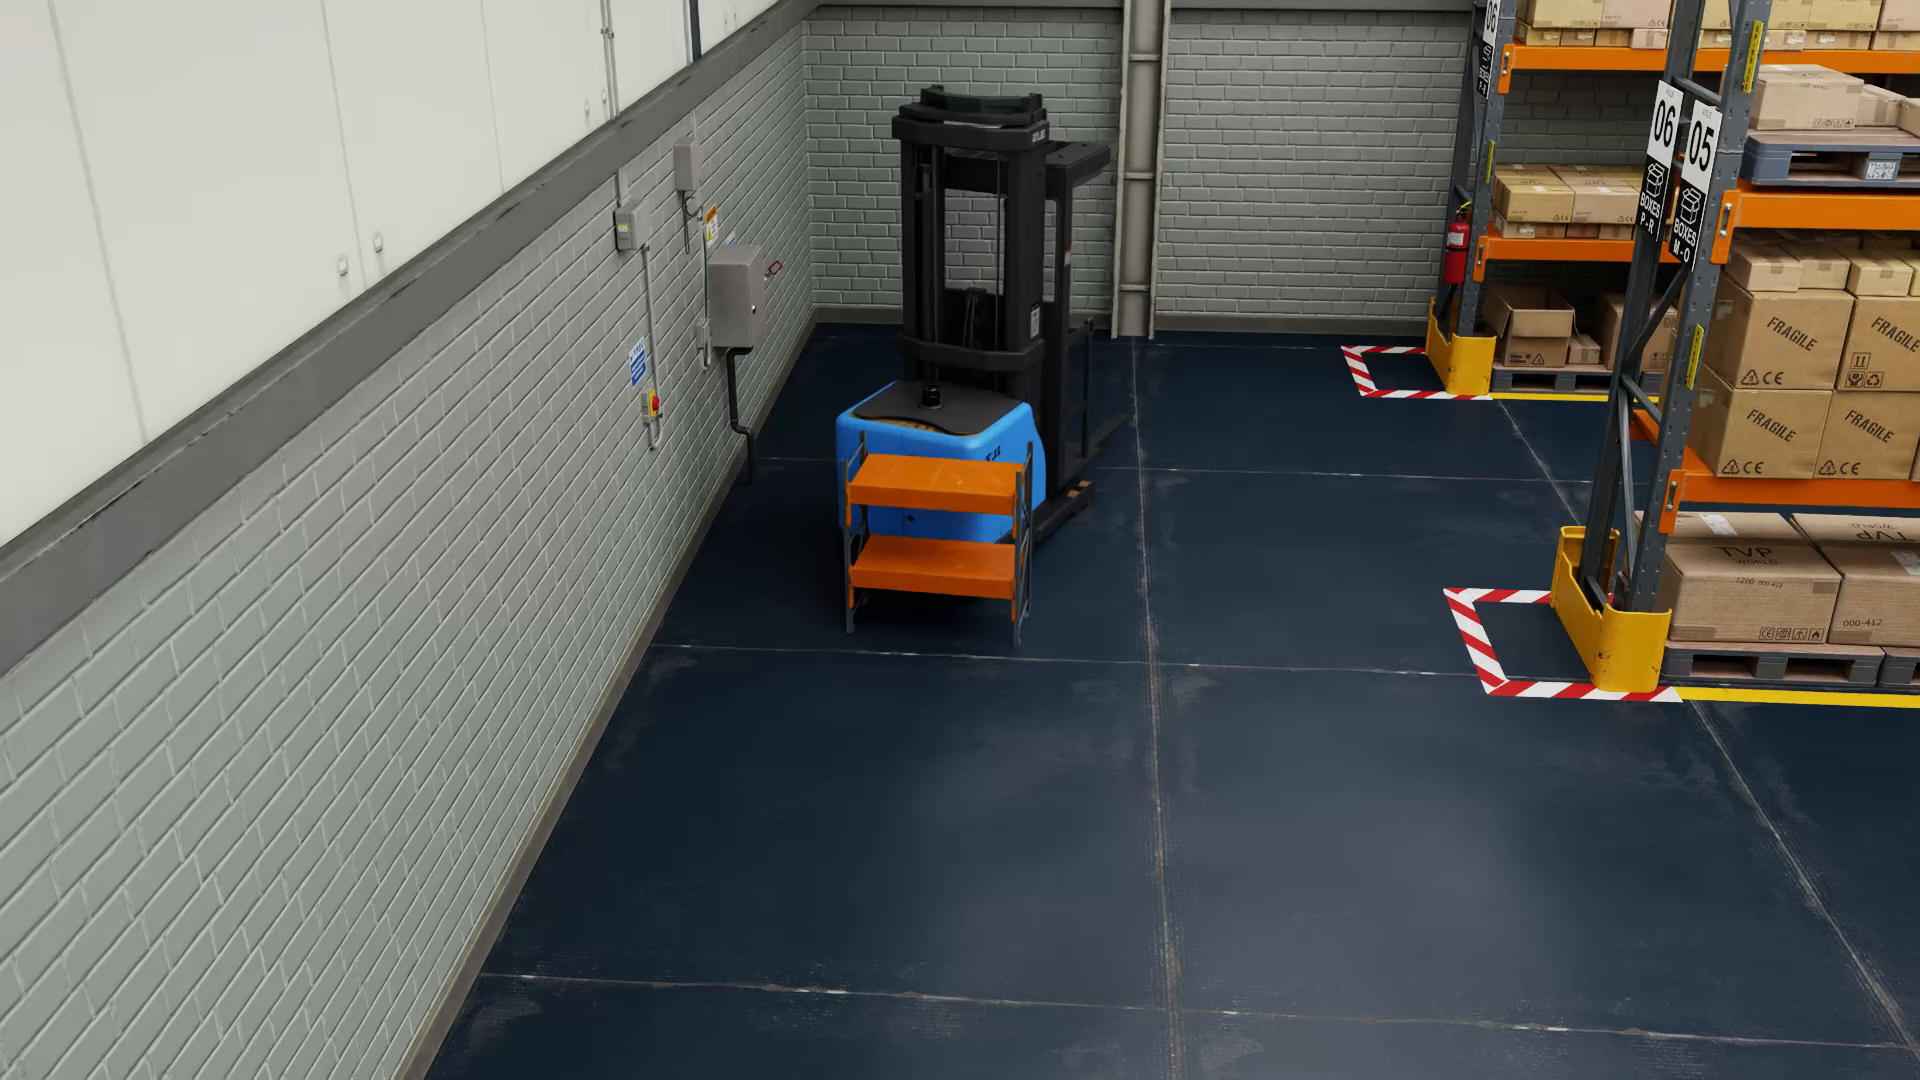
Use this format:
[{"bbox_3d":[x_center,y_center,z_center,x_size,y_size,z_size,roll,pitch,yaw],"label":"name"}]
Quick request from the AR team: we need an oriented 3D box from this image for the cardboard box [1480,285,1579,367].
[{"bbox_3d":[4.816,-1.812,14.083,0.637,0.503,0.797,1,25,2],"label":"cardboard box"}]

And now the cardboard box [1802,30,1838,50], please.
[{"bbox_3d":[6.549,-3.881,12.807,0.250,0.149,0.380,2,25,5],"label":"cardboard box"}]

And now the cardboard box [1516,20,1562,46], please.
[{"bbox_3d":[4.514,-3.956,12.970,0.250,0.149,0.380,2,25,5],"label":"cardboard box"}]

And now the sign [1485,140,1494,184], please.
[{"bbox_3d":[4.172,-2.981,13.105,0.005,0.325,0.100,2,25,4],"label":"sign"}]

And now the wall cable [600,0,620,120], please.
[{"bbox_3d":[-1.856,-3.535,8.168,0.029,3.000,0.463,2,25,4],"label":"wall cable"}]

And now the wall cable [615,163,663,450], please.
[{"bbox_3d":[-1.786,-1.392,9.434,0.123,1.953,0.585,2,25,4],"label":"wall cable"}]

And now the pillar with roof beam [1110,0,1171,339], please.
[{"bbox_3d":[1.265,-4.207,9.628,0.400,9.000,9.100,2,25,4],"label":"pillar with roof beam"}]

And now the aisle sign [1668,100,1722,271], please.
[{"bbox_3d":[3.744,-1.808,8.480,0.004,0.787,0.394,2,25,4],"label":"aisle sign"}]

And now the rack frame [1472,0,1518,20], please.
[{"bbox_3d":[4.214,-5.540,12.524,0.127,3.000,1.000,2,25,4],"label":"rack frame"}]

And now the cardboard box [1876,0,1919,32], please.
[{"bbox_3d":[7.183,-4.039,12.675,0.500,0.250,0.500,1,25,2],"label":"cardboard box"}]

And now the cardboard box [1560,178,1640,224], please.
[{"bbox_3d":[5.148,-2.738,13.436,0.500,0.250,0.500,2,25,5],"label":"cardboard box"}]

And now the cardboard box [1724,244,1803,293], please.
[{"bbox_3d":[4.170,-1.413,8.641,0.250,0.149,0.380,2,25,5],"label":"cardboard box"}]

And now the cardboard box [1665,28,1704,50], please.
[{"bbox_3d":[5.534,-3.887,12.821,0.250,0.149,0.380,2,25,4],"label":"cardboard box"}]

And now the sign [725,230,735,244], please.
[{"bbox_3d":[-1.649,-1.956,12.027,0.001,0.494,0.329,2,25,4],"label":"sign"}]

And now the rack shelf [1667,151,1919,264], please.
[{"bbox_3d":[5.832,-1.717,8.666,4.000,0.370,1.077,2,25,4],"label":"rack shelf"}]

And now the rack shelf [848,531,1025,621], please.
[{"bbox_3d":[-0.125,0.210,10.032,1.000,0.278,0.538,4,25,9],"label":"rack shelf"}]

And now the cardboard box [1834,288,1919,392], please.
[{"bbox_3d":[4.810,-1.097,8.731,0.500,0.500,0.500,1,25,3],"label":"cardboard box"}]

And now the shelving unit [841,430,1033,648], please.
[{"bbox_3d":[-0.125,-0.012,9.929,1.048,1.125,0.538,4,25,9],"label":"shelving unit"}]

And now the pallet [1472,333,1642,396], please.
[{"bbox_3d":[5.085,-1.520,14.301,1.213,0.211,1.003,2,25,4],"label":"pallet"}]

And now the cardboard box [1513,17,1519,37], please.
[{"bbox_3d":[4.551,-4.149,13.391,0.250,0.149,0.380,2,25,5],"label":"cardboard box"}]

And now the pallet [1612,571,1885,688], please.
[{"bbox_3d":[4.641,0.514,9.880,1.213,0.211,1.003,2,25,4],"label":"pallet"}]

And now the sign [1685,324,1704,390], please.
[{"bbox_3d":[3.789,-0.944,8.582,0.005,0.325,0.100,2,25,4],"label":"sign"}]

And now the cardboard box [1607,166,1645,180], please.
[{"bbox_3d":[5.700,-2.942,13.880,0.500,0.250,0.500,3,25,6],"label":"cardboard box"}]

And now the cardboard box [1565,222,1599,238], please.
[{"bbox_3d":[5.042,-2.593,13.596,0.250,0.149,0.380,2,25,3],"label":"cardboard box"}]

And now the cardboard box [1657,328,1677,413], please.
[{"bbox_3d":[4.339,-0.886,9.467,0.500,0.500,0.500,2,25,4],"label":"cardboard box"}]

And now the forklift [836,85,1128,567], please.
[{"bbox_3d":[0.316,-1.587,11.193,1.130,2.935,3.031,12,27,24],"label":"forklift"}]

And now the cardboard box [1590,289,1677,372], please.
[{"bbox_3d":[5.666,-1.767,13.989,0.500,0.500,0.700,3,25,6],"label":"cardboard box"}]

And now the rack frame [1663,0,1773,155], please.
[{"bbox_3d":[3.838,-3.471,8.027,0.127,3.000,1.000,2,25,4],"label":"rack frame"}]

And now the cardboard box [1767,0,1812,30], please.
[{"bbox_3d":[6.171,-4.080,12.763,0.500,0.250,0.500,1,25,3],"label":"cardboard box"}]

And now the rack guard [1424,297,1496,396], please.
[{"bbox_3d":[4.290,-1.676,14.295,0.348,0.500,1.175,2,25,4],"label":"rack guard"}]

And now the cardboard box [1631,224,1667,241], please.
[{"bbox_3d":[5.555,-2.553,13.510,0.250,0.149,0.380,2,25,5],"label":"cardboard box"}]

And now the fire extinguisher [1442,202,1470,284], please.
[{"bbox_3d":[4.032,-2.422,13.463,0.183,0.674,0.296,2,25,4],"label":"fire extinguisher"}]

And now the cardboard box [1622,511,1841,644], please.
[{"bbox_3d":[4.503,0.207,9.774,0.875,0.438,0.875,1,25,2],"label":"cardboard box"}]

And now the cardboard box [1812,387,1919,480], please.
[{"bbox_3d":[4.801,-0.651,8.957,0.500,0.500,0.500,1,25,3],"label":"cardboard box"}]

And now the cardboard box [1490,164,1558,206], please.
[{"bbox_3d":[4.693,-2.977,13.955,0.500,0.250,0.500,3,25,6],"label":"cardboard box"}]

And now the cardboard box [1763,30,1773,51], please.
[{"bbox_3d":[6.035,-3.866,12.776,0.250,0.149,0.380,2,25,4],"label":"cardboard box"}]

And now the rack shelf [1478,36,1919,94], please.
[{"bbox_3d":[6.208,-3.786,13.162,4.000,0.370,1.077,2,25,4],"label":"rack shelf"}]

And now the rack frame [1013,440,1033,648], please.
[{"bbox_3d":[0.375,0.026,9.848,0.032,1.125,0.500,4,25,9],"label":"rack frame"}]

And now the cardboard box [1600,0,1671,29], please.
[{"bbox_3d":[5.144,-4.108,12.825,0.500,0.250,0.500,2,25,5],"label":"cardboard box"}]

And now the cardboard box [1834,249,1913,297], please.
[{"bbox_3d":[4.688,-1.378,8.565,0.250,0.149,0.380,3,25,6],"label":"cardboard box"}]

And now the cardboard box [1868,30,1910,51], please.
[{"bbox_3d":[7.066,-3.854,12.750,0.250,0.149,0.380,2,25,4],"label":"cardboard box"}]

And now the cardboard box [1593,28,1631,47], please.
[{"bbox_3d":[5.032,-3.943,12.943,0.250,0.149,0.380,2,25,4],"label":"cardboard box"}]

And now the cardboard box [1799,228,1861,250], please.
[{"bbox_3d":[4.730,-1.640,9.135,0.250,0.149,0.380,2,25,3],"label":"cardboard box"}]

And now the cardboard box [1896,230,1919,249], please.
[{"bbox_3d":[5.233,-1.577,8.998,0.250,0.149,0.380,2,25,4],"label":"cardboard box"}]

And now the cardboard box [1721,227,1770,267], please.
[{"bbox_3d":[4.211,-1.612,9.072,0.250,0.149,0.380,2,25,5],"label":"cardboard box"}]

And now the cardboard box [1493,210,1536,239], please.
[{"bbox_3d":[4.521,-2.575,13.559,0.250,0.149,0.380,2,25,4],"label":"cardboard box"}]

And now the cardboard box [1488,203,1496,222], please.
[{"bbox_3d":[4.565,-2.801,14.050,0.250,0.149,0.380,2,25,3],"label":"cardboard box"}]

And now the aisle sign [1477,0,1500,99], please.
[{"bbox_3d":[4.123,-3.875,12.973,0.004,0.787,0.394,2,25,4],"label":"aisle sign"}]

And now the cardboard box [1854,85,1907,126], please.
[{"bbox_3d":[4.717,-2.273,8.692,0.250,0.149,0.380,0,25,0],"label":"cardboard box"}]

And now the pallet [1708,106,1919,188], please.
[{"bbox_3d":[4.578,-2.048,8.631,1.213,0.211,1.003,2,25,4],"label":"pallet"}]
